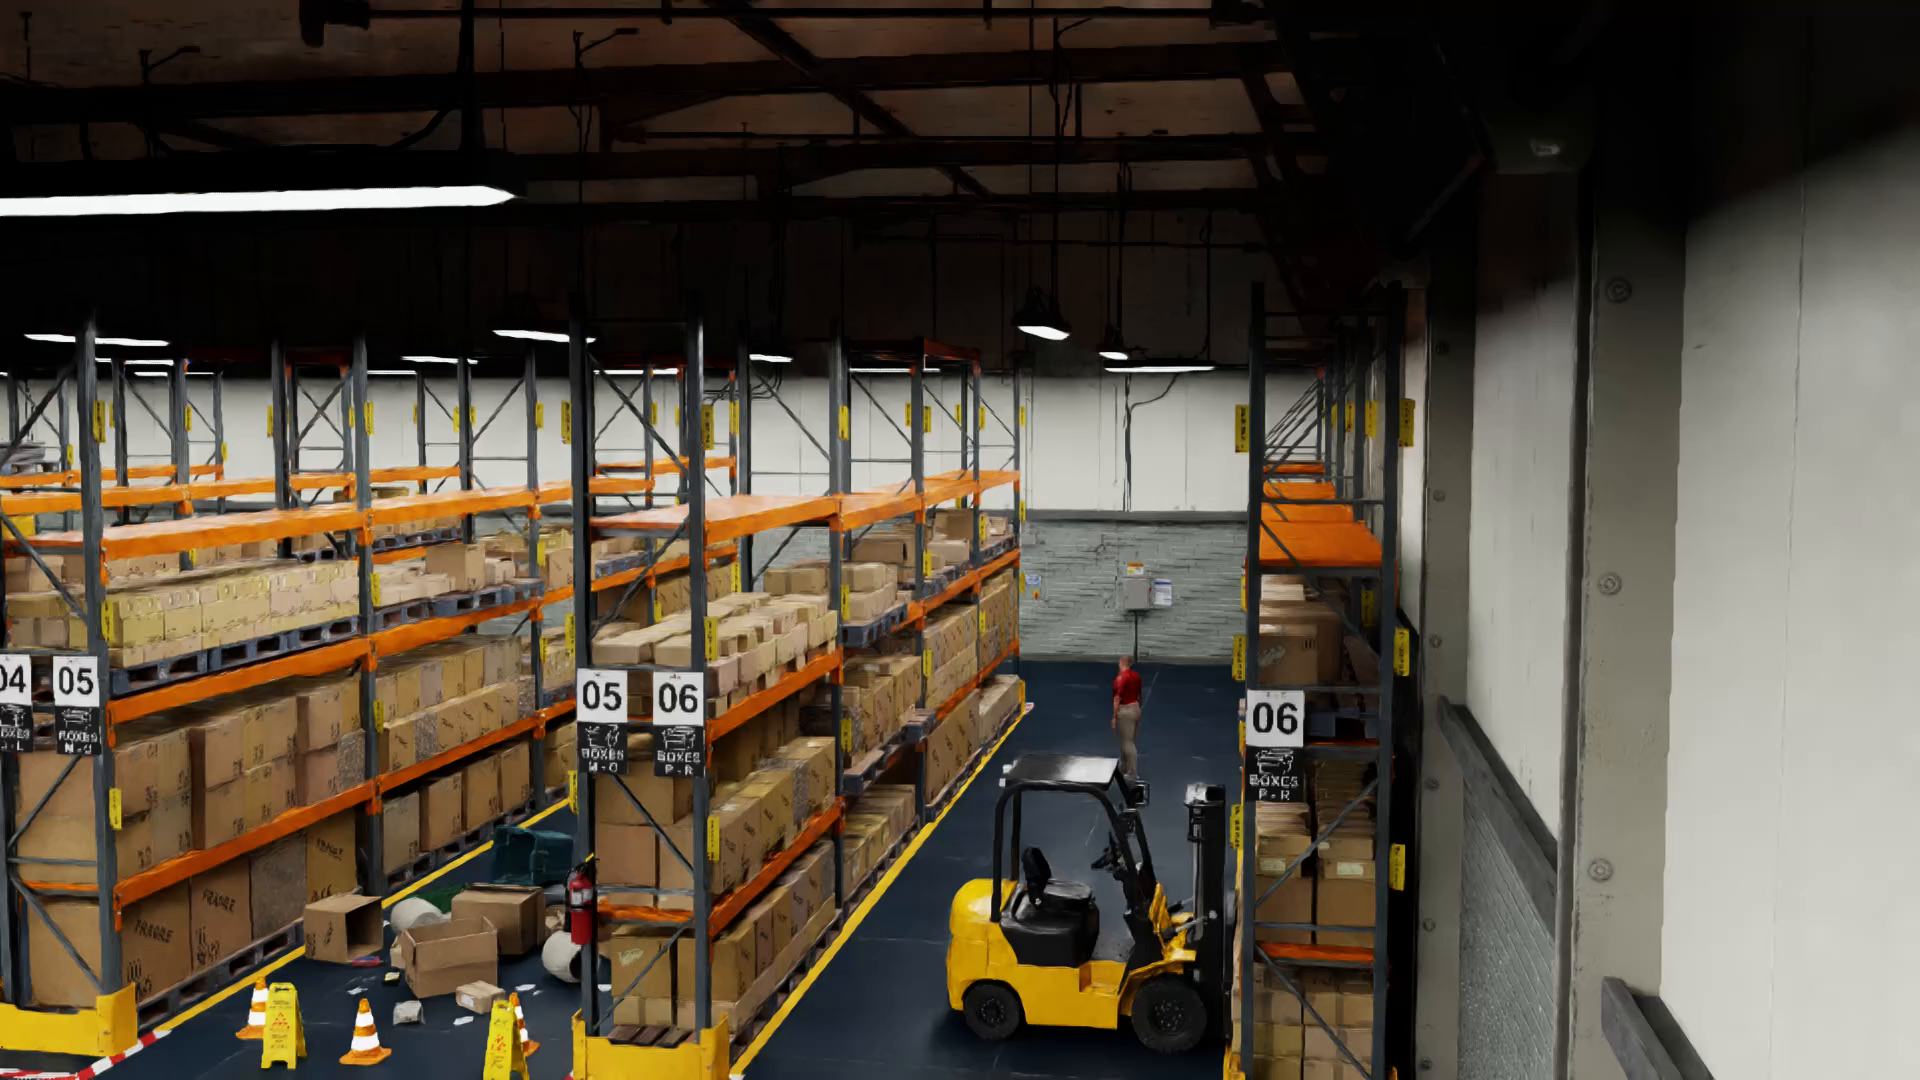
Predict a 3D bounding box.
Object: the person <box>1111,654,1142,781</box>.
[{"bbox_3d":[2.279,2.434,23.081,0.597,1.721,0.667,3,5,33],"label":"person"}]
